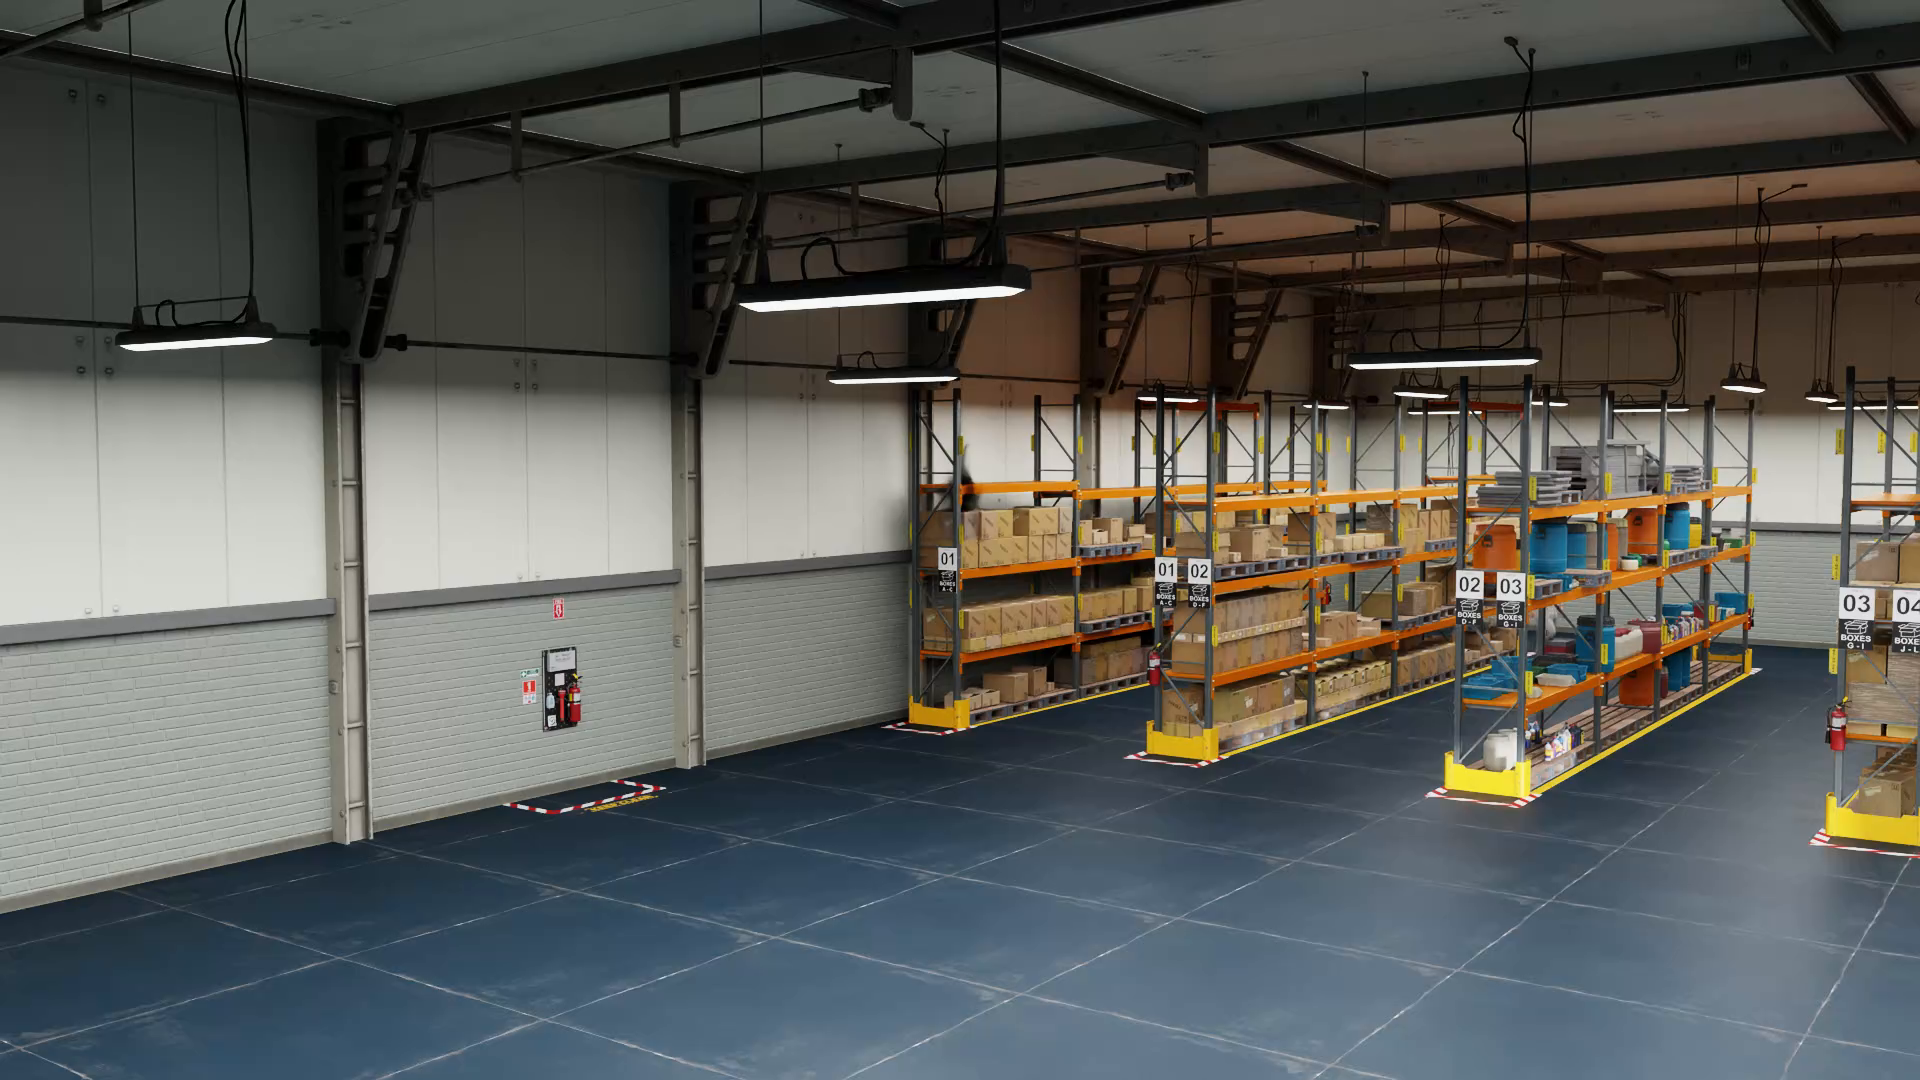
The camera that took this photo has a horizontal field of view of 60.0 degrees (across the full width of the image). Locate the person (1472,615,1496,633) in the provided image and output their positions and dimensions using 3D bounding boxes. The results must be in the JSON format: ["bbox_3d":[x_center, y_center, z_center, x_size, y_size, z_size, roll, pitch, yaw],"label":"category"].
[{"bbox_3d":[13.399,1.724,42.431,0.650,1.790,0.887,-1,3,-15],"label":"person"}]

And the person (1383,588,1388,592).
[{"bbox_3d":[10.170,1.943,39.430,0.600,1.634,0.922,2,4,30],"label":"person"}]

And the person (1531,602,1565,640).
[{"bbox_3d":[14.173,1.881,40.022,0.638,1.784,0.880,-1,3,-21],"label":"person"}]
